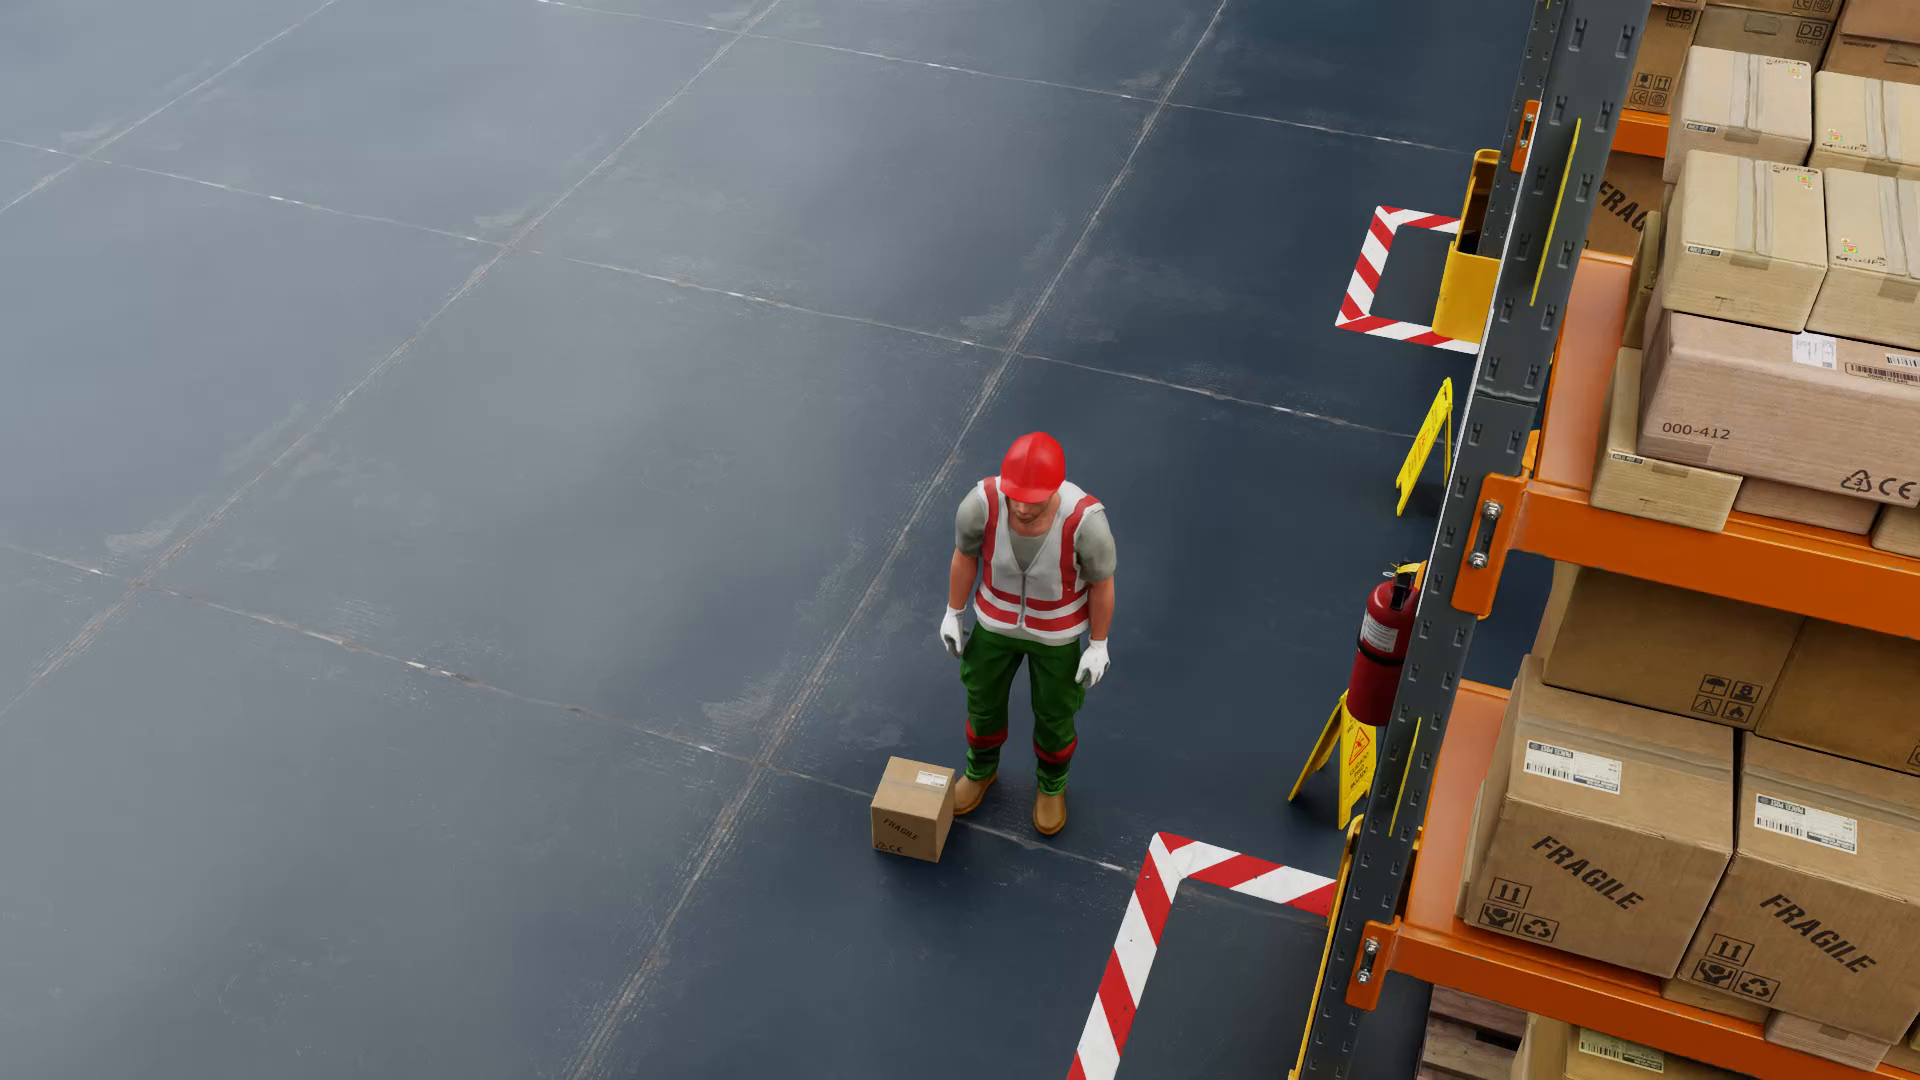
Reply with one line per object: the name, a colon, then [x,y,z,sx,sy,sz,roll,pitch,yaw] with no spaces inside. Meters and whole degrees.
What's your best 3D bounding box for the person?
person: [0.231,0.319,5.781,0.609,1.780,0.448,12,42,13]
